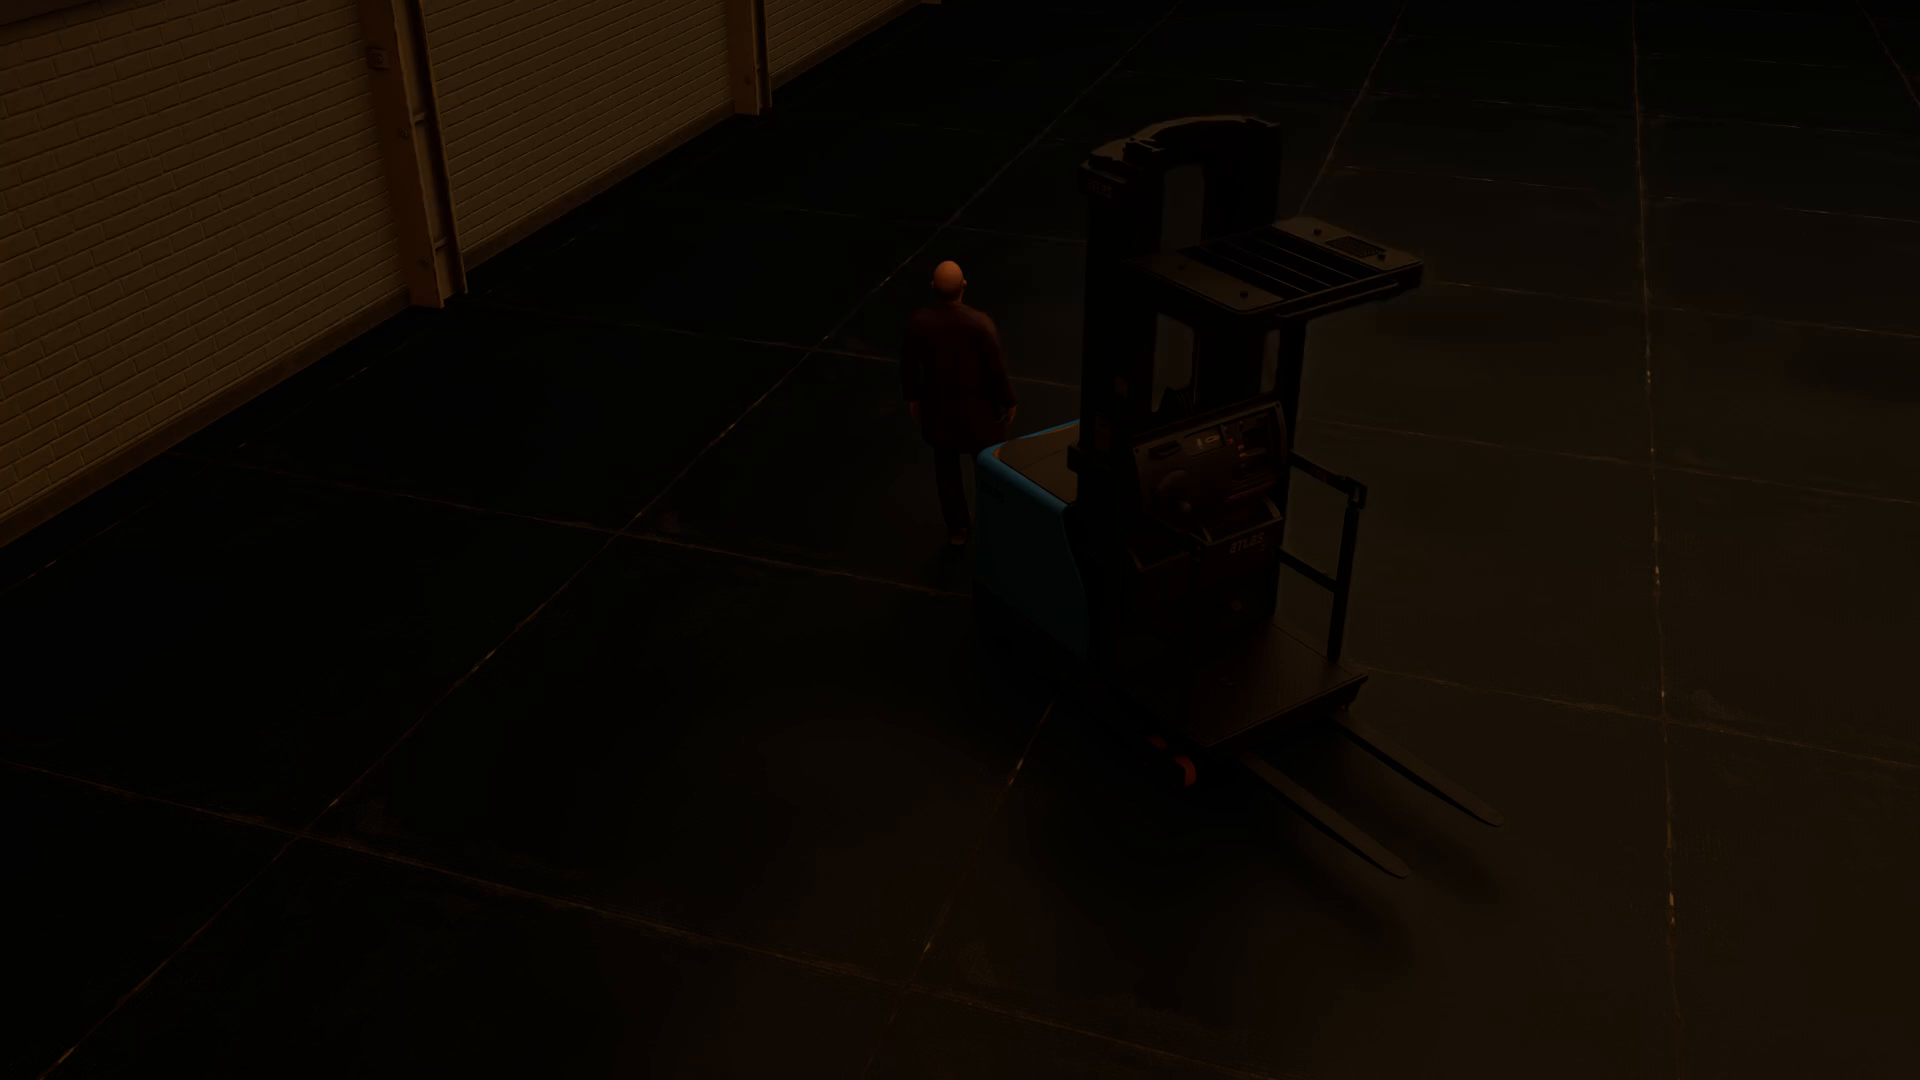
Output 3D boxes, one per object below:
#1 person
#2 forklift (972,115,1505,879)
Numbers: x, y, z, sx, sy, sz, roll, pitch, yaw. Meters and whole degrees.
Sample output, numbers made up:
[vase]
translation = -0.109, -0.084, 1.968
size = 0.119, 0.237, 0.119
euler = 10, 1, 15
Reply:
[person]
translation = 0.023, -0.821, 9.743
size = 0.699, 1.778, 0.549
euler = 9, 31, 16
[forklift]
translation = 1.313, -0.346, 7.743
size = 1.130, 2.935, 3.031
euler = -19, 35, -29
